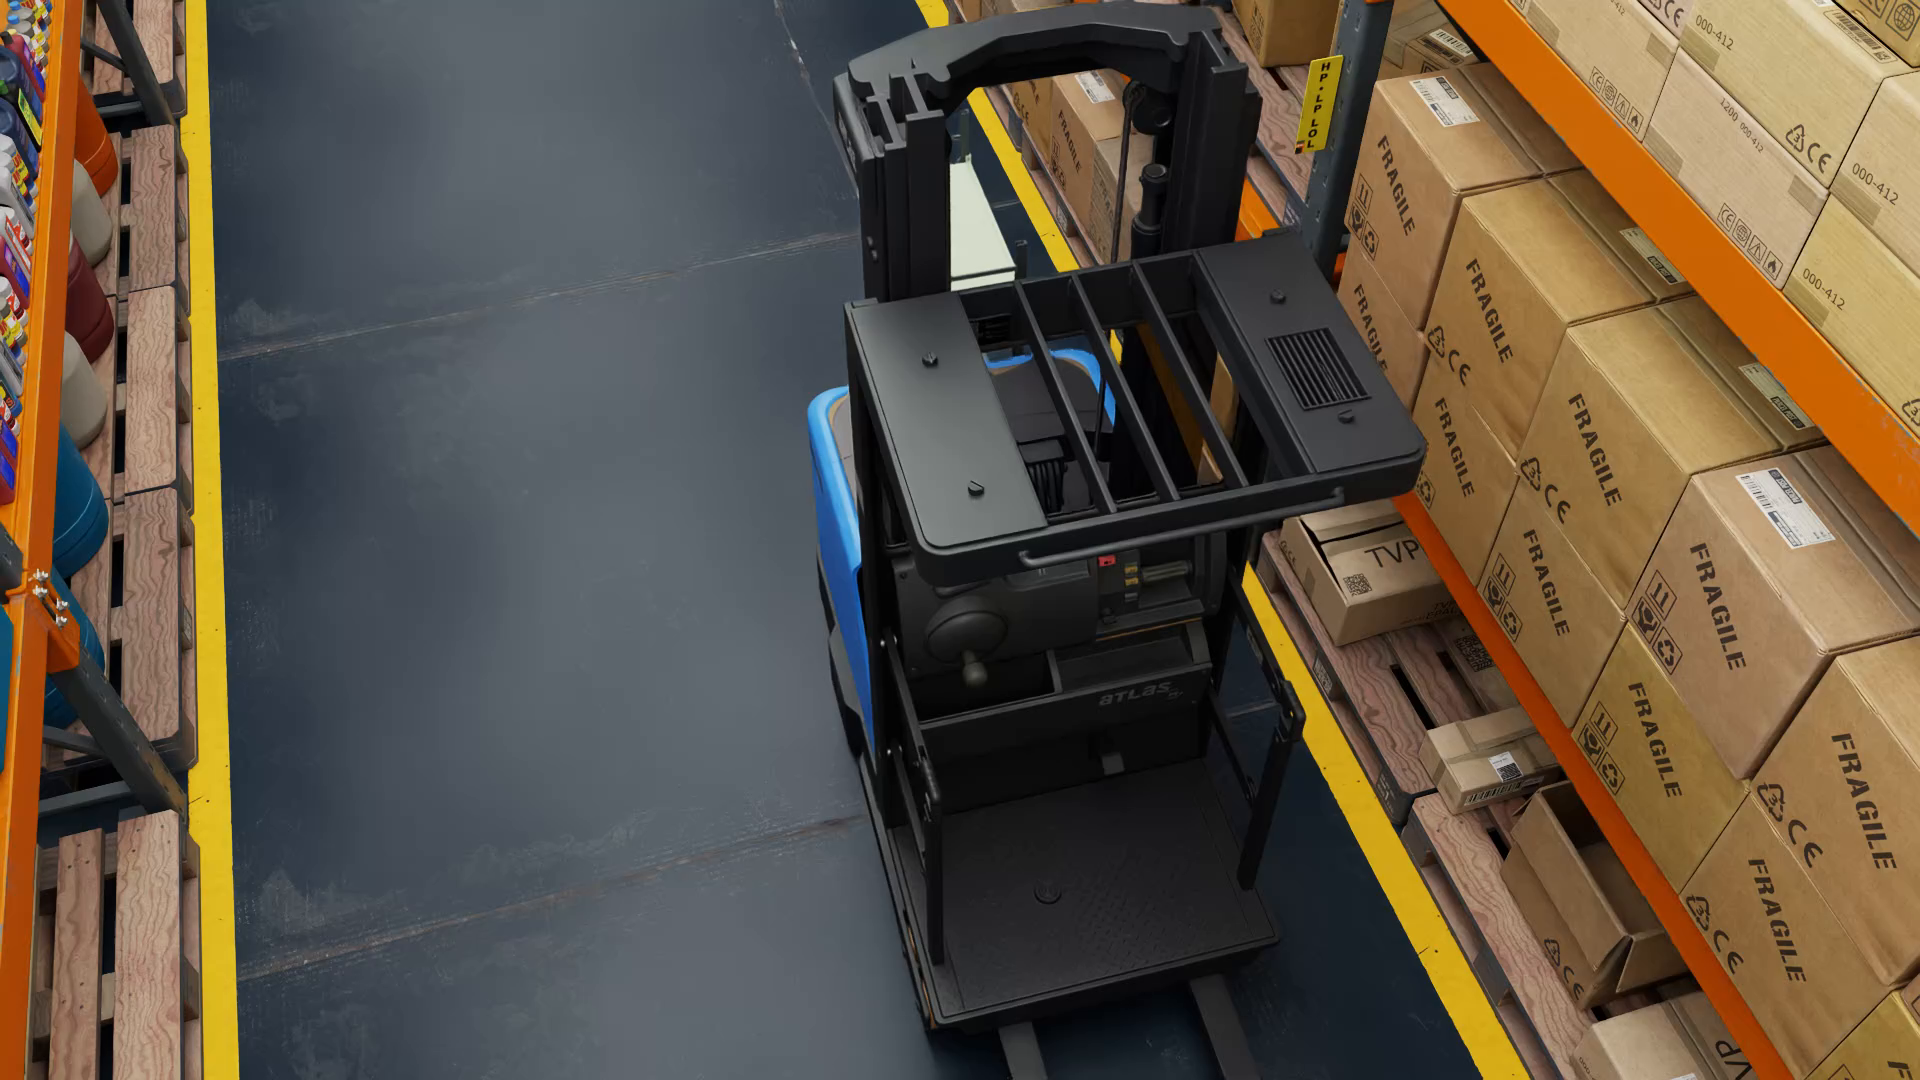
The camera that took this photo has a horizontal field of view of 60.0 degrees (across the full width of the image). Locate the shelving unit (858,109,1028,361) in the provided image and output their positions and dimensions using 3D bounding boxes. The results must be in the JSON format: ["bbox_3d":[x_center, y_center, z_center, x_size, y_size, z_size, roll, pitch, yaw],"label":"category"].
[{"bbox_3d":[-0.069,-0.716,6.163,0.431,1.500,0.755,-11,51,-9],"label":"shelving unit"}]

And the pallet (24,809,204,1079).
[{"bbox_3d":[-2.894,1.511,5.128,1.003,0.211,1.213,-13,51,-11],"label":"pallet"}]

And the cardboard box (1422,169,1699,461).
[{"bbox_3d":[1.608,-0.604,4.367,0.500,0.500,0.500,-15,51,-12],"label":"cardboard box"}]

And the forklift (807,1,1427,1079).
[{"bbox_3d":[0.339,0.252,4.410,1.130,2.935,3.031,-11,51,-9],"label":"forklift"}]

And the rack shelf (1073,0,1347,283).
[{"bbox_3d":[0.993,-2.262,6.956,1.077,0.370,4.000,-13,51,-11],"label":"rack shelf"}]

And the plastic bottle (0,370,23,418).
[{"bbox_3d":[-2.969,-0.488,5.073,0.097,0.271,0.097,0,50,0],"label":"plastic bottle"}]

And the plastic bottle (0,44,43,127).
[{"bbox_3d":[-3.459,-1.662,6.011,0.144,0.351,0.185,-13,51,-11],"label":"plastic bottle"}]

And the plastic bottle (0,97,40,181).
[{"bbox_3d":[-3.365,-1.430,5.816,0.144,0.351,0.185,-13,51,-11],"label":"plastic bottle"}]

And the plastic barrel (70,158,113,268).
[{"bbox_3d":[-3.918,-1.426,7.132,0.421,0.512,0.421,0,50,0],"label":"plastic barrel"}]

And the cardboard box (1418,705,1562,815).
[{"bbox_3d":[1.767,0.723,5.534,0.380,0.166,0.250,-13,51,-11],"label":"cardboard box"}]

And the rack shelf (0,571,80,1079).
[{"bbox_3d":[-2.557,1.776,3.551,1.077,0.370,4.000,-13,51,-11],"label":"rack shelf"}]

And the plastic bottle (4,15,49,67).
[{"bbox_3d":[-3.547,-1.891,6.302,0.097,0.201,0.097,0,50,0],"label":"plastic bottle"}]

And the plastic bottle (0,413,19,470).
[{"bbox_3d":[-2.889,-0.340,4.941,0.061,0.283,0.133,-13,51,-11],"label":"plastic bottle"}]

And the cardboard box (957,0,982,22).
[{"bbox_3d":[0.263,-2.894,8.365,0.500,0.500,0.500,-11,51,-9],"label":"cardboard box"}]

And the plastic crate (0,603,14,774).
[{"bbox_3d":[-2.685,0.333,4.268,0.392,0.384,0.575,-13,51,-11],"label":"plastic crate"}]

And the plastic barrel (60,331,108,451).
[{"bbox_3d":[-3.584,-0.601,6.437,0.421,0.512,0.421,0,50,0],"label":"plastic barrel"}]

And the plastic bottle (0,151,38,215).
[{"bbox_3d":[-3.272,-1.236,5.704,0.097,0.271,0.097,0,50,0],"label":"plastic bottle"}]

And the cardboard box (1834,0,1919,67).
[{"bbox_3d":[1.931,-1.247,2.948,0.700,0.500,0.500,-13,51,-11],"label":"cardboard box"}]

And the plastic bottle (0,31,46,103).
[{"bbox_3d":[-3.466,-1.766,6.143,0.061,0.283,0.133,-13,51,-11],"label":"plastic bottle"}]

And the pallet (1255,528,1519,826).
[{"bbox_3d":[1.787,0.367,6.092,1.003,0.211,1.213,-13,51,-11],"label":"pallet"}]

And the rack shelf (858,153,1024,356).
[{"bbox_3d":[-0.069,-0.968,5.864,0.431,0.370,0.720,-11,51,-9],"label":"rack shelf"}]

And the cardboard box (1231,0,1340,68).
[{"bbox_3d":[1.394,-2.086,5.996,0.700,0.500,0.500,-6,50,-5],"label":"cardboard box"}]

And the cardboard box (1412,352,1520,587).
[{"bbox_3d":[1.629,-0.259,4.730,0.500,0.500,0.500,-13,51,-10],"label":"cardboard box"}]

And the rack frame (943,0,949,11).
[{"bbox_3d":[0.401,-3.955,7.912,1.000,3.000,0.127,-13,51,-11],"label":"rack frame"}]

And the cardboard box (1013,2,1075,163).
[{"bbox_3d":[0.567,-2.145,7.734,0.500,0.500,0.500,-14,51,-11],"label":"cardboard box"}]

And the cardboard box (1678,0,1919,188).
[{"bbox_3d":[1.777,-0.969,3.204,0.500,0.250,0.500,-13,51,-11],"label":"cardboard box"}]

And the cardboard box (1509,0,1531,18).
[{"bbox_3d":[1.492,-1.541,4.013,0.500,0.250,0.500,-13,51,-11],"label":"cardboard box"}]

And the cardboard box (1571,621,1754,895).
[{"bbox_3d":[1.927,0.478,4.109,0.500,0.500,0.500,-14,51,-11],"label":"cardboard box"}]

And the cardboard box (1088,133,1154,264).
[{"bbox_3d":[0.879,-1.394,7.101,0.500,0.500,0.500,-13,51,-11],"label":"cardboard box"}]

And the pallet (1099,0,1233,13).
[{"bbox_3d":[0.981,-2.474,6.789,1.003,0.211,1.213,-13,51,-11],"label":"pallet"}]

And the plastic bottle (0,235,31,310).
[{"bbox_3d":[-3.112,-0.892,5.406,0.061,0.283,0.133,-13,51,-11],"label":"plastic bottle"}]

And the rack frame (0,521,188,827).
[{"bbox_3d":[-3.149,0.084,4.507,1.000,3.000,0.127,-13,51,-11],"label":"rack frame"}]

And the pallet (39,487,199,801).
[{"bbox_3d":[-3.337,0.410,6.056,1.003,0.211,1.213,-13,51,-11],"label":"pallet"}]

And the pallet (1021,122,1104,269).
[{"bbox_3d":[0.943,-1.613,7.761,1.003,0.211,1.213,-13,51,-11],"label":"pallet"}]

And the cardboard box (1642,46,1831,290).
[{"bbox_3d":[1.782,-0.809,3.396,0.500,0.250,0.500,-13,51,-11],"label":"cardboard box"}]

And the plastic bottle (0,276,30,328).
[{"bbox_3d":[-3.095,-0.777,5.363,0.097,0.201,0.097,0,50,0],"label":"plastic bottle"}]

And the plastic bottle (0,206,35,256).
[{"bbox_3d":[-3.203,-1.044,5.587,0.097,0.201,0.097,0,50,0],"label":"plastic bottle"}]

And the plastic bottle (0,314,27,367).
[{"bbox_3d":[-3.038,-0.657,5.216,0.097,0.271,0.097,0,50,0],"label":"plastic bottle"}]

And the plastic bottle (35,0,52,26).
[{"bbox_3d":[-3.633,-2.104,6.482,0.097,0.201,0.097,0,50,0],"label":"plastic bottle"}]

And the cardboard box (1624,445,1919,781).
[{"bbox_3d":[1.913,0.149,3.733,0.500,0.500,0.500,-12,51,-10],"label":"cardboard box"}]

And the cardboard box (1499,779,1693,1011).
[{"bbox_3d":[2.145,1.000,5.079,0.797,0.503,0.637,-13,51,-11],"label":"cardboard box"}]

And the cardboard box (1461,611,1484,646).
[{"bbox_3d":[2.024,-0.018,5.940,0.500,0.500,0.500,-13,51,-11],"label":"cardboard box"}]

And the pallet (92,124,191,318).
[{"bbox_3d":[-4.059,-1.373,7.559,1.003,0.211,1.213,-13,51,-11],"label":"pallet"}]

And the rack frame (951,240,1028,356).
[{"bbox_3d":[0.023,-0.446,5.934,0.400,1.500,0.023,-11,51,-9],"label":"rack frame"}]

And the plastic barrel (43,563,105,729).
[{"bbox_3d":[-3.293,0.224,5.487,0.600,0.901,0.708,-13,51,-11],"label":"plastic barrel"}]

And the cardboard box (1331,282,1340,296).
[{"bbox_3d":[1.674,-0.778,6.581,0.500,0.500,0.500,-15,52,-13],"label":"cardboard box"}]

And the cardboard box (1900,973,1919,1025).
[{"bbox_3d":[2.223,0.902,3.098,0.500,0.500,0.500,-12,51,-10],"label":"cardboard box"}]

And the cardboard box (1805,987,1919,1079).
[{"bbox_3d":[2.218,1.212,3.491,0.500,0.500,0.500,-13,51,-11],"label":"cardboard box"}]
